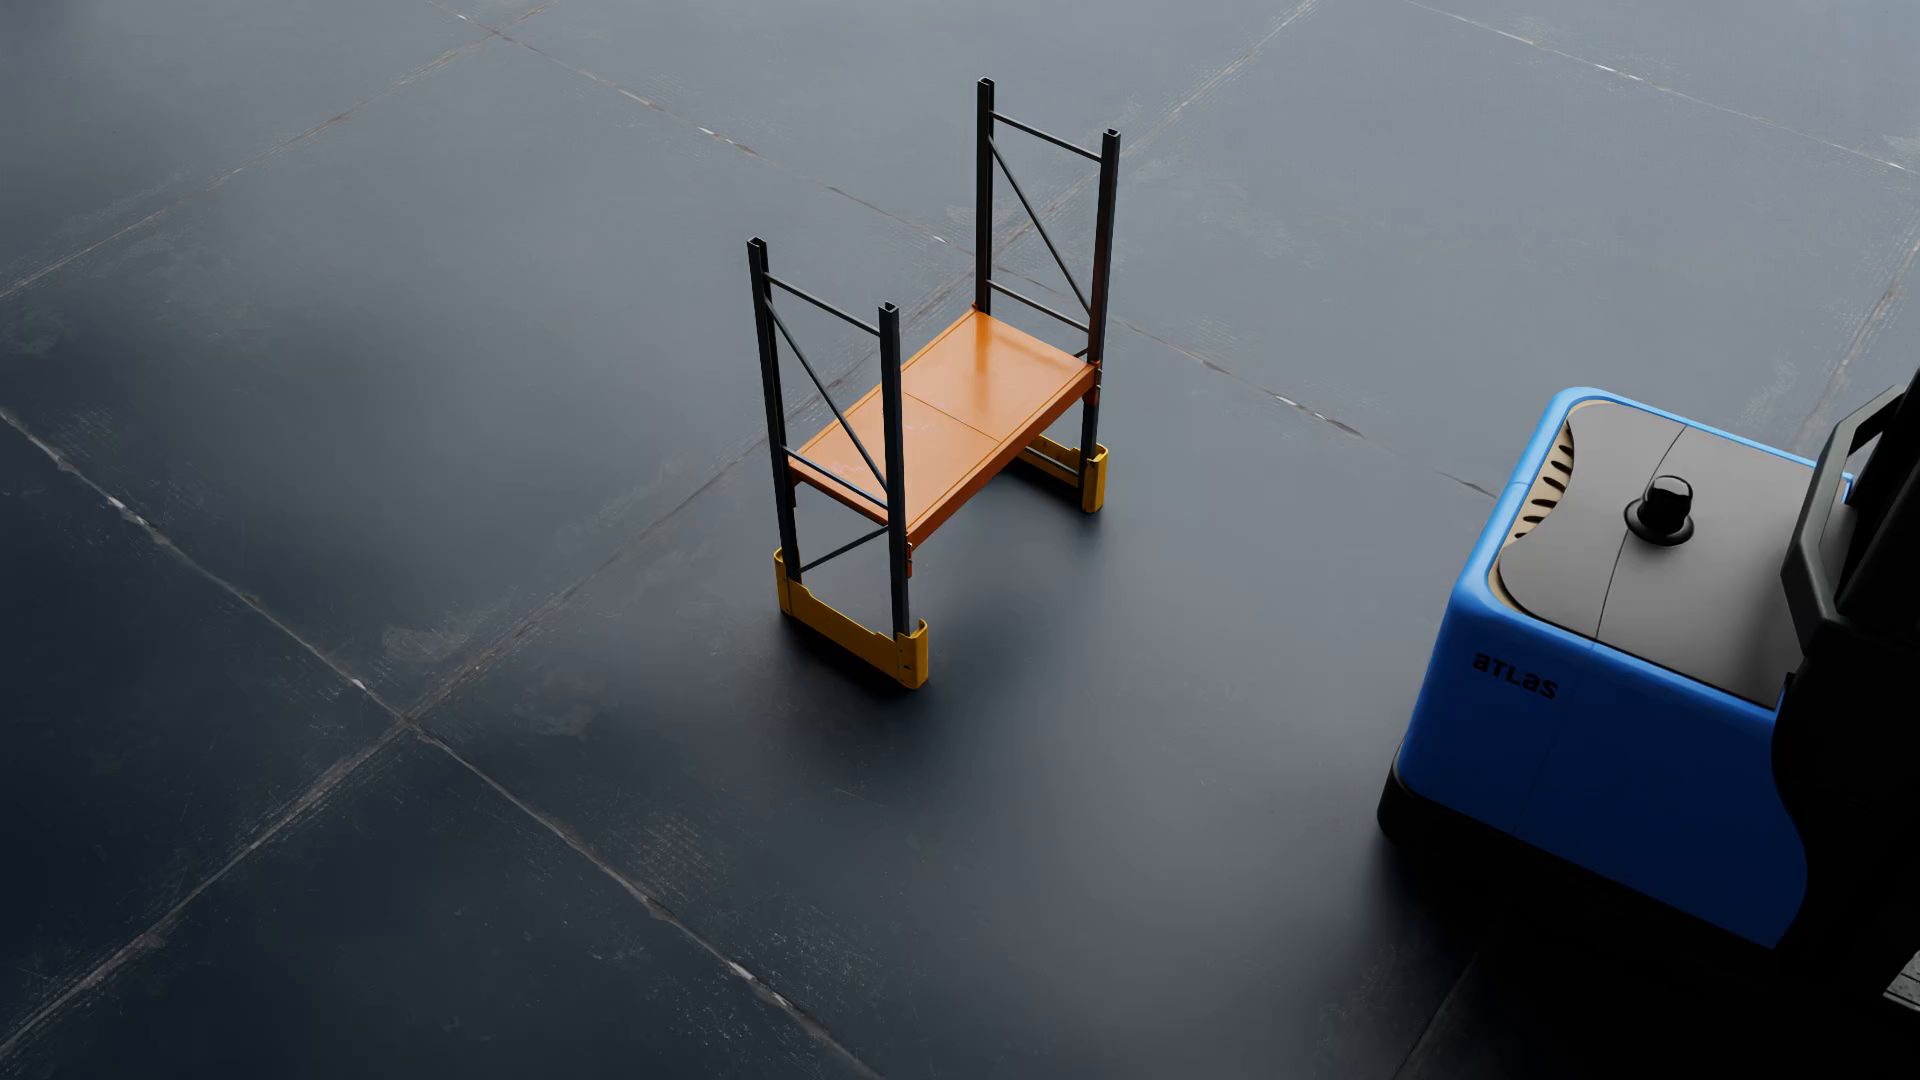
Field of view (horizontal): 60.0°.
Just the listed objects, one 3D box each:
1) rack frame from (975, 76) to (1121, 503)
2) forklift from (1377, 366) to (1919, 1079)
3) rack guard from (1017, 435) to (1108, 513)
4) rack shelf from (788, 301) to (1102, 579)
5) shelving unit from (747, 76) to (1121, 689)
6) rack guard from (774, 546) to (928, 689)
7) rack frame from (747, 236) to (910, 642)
[{"bbox_3d":[0.259,-0.760,5.439,0.500,1.500,0.032,29,53,25],"label":"rack frame"},{"bbox_3d":[2.754,0.114,3.614,3.031,2.935,1.130,23,51,21],"label":"forklift"},{"bbox_3d":[0.258,-0.328,5.890,0.587,0.250,0.087,29,53,25],"label":"rack guard"},{"bbox_3d":[-0.052,-0.345,5.291,0.538,0.185,1.000,29,53,25],"label":"rack shelf"},{"bbox_3d":[-0.047,-0.474,5.166,0.587,1.500,1.083,29,53,25],"label":"shelving unit"},{"bbox_3d":[-0.351,0.242,5.346,0.587,0.250,0.087,29,53,25],"label":"rack guard"},{"bbox_3d":[-0.363,-0.178,4.883,0.500,1.500,0.032,29,53,25],"label":"rack frame"}]
